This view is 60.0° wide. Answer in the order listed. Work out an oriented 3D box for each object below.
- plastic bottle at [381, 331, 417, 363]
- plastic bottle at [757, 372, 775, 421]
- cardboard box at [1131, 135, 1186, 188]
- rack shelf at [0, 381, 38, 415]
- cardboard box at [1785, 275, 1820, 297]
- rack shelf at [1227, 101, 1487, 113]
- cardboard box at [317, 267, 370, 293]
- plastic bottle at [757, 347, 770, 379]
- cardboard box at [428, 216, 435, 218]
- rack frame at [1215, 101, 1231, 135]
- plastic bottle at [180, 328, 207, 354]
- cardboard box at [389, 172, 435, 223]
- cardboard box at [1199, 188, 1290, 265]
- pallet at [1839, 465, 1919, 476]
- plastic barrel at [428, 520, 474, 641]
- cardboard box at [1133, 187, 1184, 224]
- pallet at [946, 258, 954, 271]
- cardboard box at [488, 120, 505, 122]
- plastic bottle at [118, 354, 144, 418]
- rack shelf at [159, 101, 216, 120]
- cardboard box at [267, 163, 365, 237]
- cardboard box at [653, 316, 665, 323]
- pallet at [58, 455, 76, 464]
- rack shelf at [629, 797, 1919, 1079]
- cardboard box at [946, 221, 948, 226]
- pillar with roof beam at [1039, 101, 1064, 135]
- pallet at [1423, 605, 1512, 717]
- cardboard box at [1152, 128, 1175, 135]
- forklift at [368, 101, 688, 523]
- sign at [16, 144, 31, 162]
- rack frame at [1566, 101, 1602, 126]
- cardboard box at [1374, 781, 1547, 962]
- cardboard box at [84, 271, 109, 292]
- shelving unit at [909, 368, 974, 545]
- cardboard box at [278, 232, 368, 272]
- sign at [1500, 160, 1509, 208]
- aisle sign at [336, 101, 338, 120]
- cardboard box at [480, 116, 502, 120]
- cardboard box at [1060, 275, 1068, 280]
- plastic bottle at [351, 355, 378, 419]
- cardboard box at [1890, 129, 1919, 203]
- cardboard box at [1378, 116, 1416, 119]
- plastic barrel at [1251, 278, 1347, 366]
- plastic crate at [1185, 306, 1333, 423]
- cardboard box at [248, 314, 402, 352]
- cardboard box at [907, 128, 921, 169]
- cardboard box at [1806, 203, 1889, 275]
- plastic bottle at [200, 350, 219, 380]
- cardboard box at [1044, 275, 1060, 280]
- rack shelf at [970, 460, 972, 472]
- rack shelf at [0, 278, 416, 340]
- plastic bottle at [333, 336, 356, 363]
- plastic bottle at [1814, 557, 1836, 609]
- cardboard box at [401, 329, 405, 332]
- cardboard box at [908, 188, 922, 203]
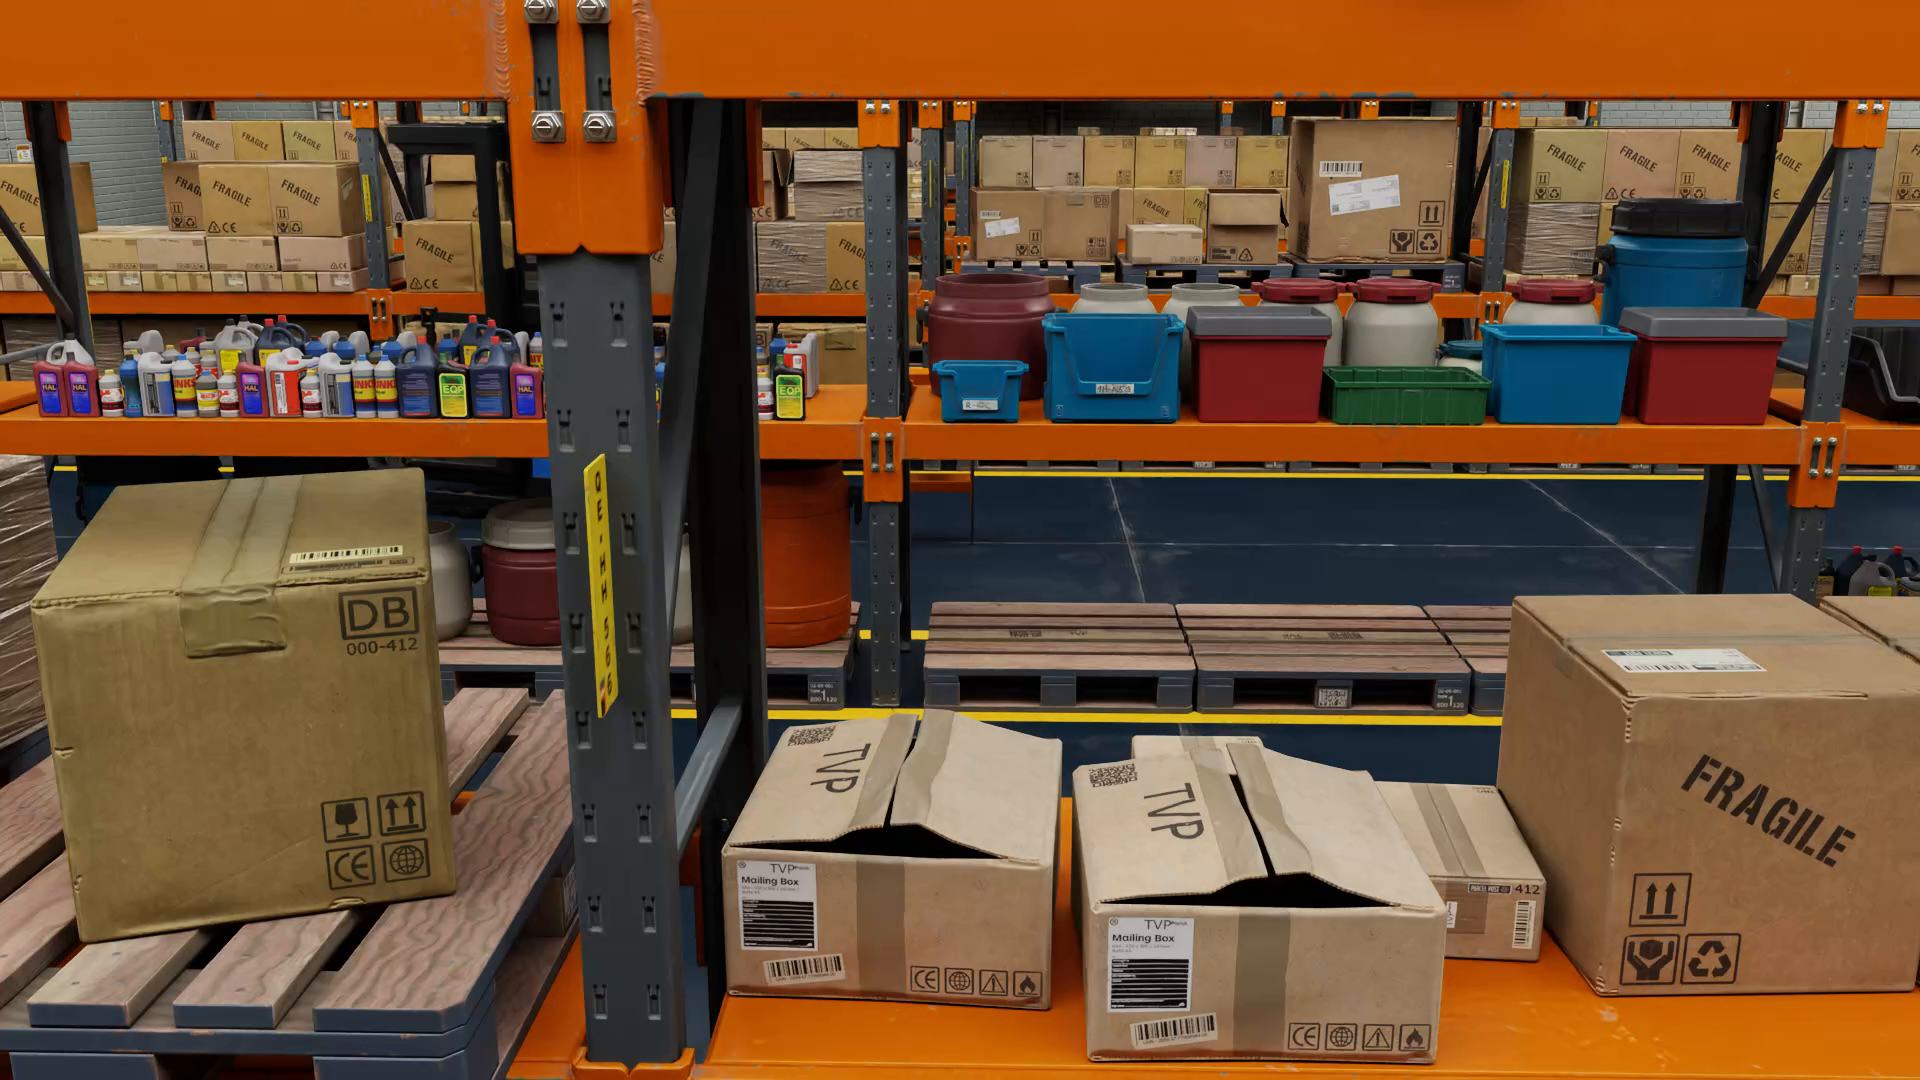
[{"bbox_3d":[-2.683,-0.859,7.961,0.135,0.276,0.152,0,15,1],"label":"plastic bottle"},{"bbox_3d":[-0.852,-0.625,7.217,0.097,0.201,0.097,0,15,0],"label":"plastic bottle"},{"bbox_3d":[2.010,-3.866,16.958,0.500,0.500,0.700,0,15,1],"label":"cardboard box"},{"bbox_3d":[-6.320,-0.513,7.814,4.000,0.370,1.077,0,15,1],"label":"rack shelf"},{"bbox_3d":[6.009,-1.843,11.939,0.250,0.149,0.380,0,15,1],"label":"cardboard box"},{"bbox_3d":[6.178,-6.941,26.299,4.000,0.370,1.077,0,15,1],"label":"rack shelf"},{"bbox_3d":[-4.508,-1.908,12.183,0.250,0.149,0.380,0,15,2],"label":"cardboard box"},{"bbox_3d":[-0.959,-0.819,7.954,0.097,0.201,0.097,0,15,0],"label":"plastic bottle"},{"bbox_3d":[-3.720,-2.226,12.700,0.500,0.500,0.500,0,15,2],"label":"cardboard box"},{"bbox_3d":[4.179,-5.852,26.640,0.127,3.000,1.000,0,15,1],"label":"rack frame"},{"bbox_3d":[-3.686,-0.881,8.029,0.133,0.283,0.061,0,15,1],"label":"plastic bottle"},{"bbox_3d":[-5.474,-3.505,16.968,0.500,0.500,0.500,0,15,1],"label":"cardboard box"},{"bbox_3d":[2.068,-2.299,12.149,0.637,0.503,0.797,2,15,7],"label":"cardboard box"},{"bbox_3d":[6.914,-0.699,12.576,1.213,0.211,1.003,0,15,1],"label":"pallet"},{"bbox_3d":[-2.507,0.191,7.789,0.421,0.512,0.421,0,15,0],"label":"plastic barrel"},{"bbox_3d":[1.984,-3.316,16.831,0.500,0.500,0.500,0,15,1],"label":"cardboard box"},{"bbox_3d":[-0.565,-4.544,27.149,1.213,0.211,1.003,0,15,1],"label":"pallet"},{"bbox_3d":[-4.444,-3.985,16.824,0.500,0.500,0.500,0,15,-1],"label":"cardboard box"},{"bbox_3d":[-3.619,-0.677,7.277,0.097,0.271,0.097,0,15,0],"label":"plastic bottle"},{"bbox_3d":[-5.966,-4.490,17.010,4.000,0.370,1.077,0,15,1],"label":"rack shelf"},{"bbox_3d":[-4.661,-2.479,12.099,0.500,0.500,0.500,1,15,3],"label":"cardboard box"},{"bbox_3d":[-2.661,-1.282,12.660,0.875,0.875,1.225,0,15,-1],"label":"cardboard box"},{"bbox_3d":[-6.175,-0.794,12.938,1.213,0.211,1.003,0,15,1],"label":"pallet"},{"bbox_3d":[1.547,0.803,2.828,4.000,0.370,1.077,0,15,1],"label":"rack shelf"},{"bbox_3d":[-0.320,-5.124,26.688,0.250,0.149,0.380,0,15,-1],"label":"cardboard box"},{"bbox_3d":[1.397,-7.902,22.651,0.400,9.000,9.100,0,15,1],"label":"pillar with roof beam"},{"bbox_3d":[2.890,0.558,7.813,1.213,0.211,1.003,0,15,1],"label":"pallet"},{"bbox_3d":[2.625,-5.237,21.436,0.250,0.149,0.380,0,15,-1],"label":"cardboard box"},{"bbox_3d":[-2.981,-1.687,10.990,3.031,2.935,1.130,6,16,20],"label":"forklift"},{"bbox_3d":[-13.586,-5.616,24.128,0.001,0.242,0.339,0,15,1],"label":"sign"},{"bbox_3d":[8.055,-4.560,21.743,0.127,3.000,1.000,0,15,1],"label":"rack frame"},{"bbox_3d":[0.824,0.557,2.841,0.250,0.149,0.380,1,15,6],"label":"cardboard box"},{"bbox_3d":[-6.309,-1.919,12.227,0.250,0.149,0.380,0,15,0],"label":"cardboard box"},{"bbox_3d":[-0.165,-0.581,10.191,0.503,1.200,0.258,0,15,1],"label":"shelving unit"},{"bbox_3d":[-4.643,-2.118,12.199,0.500,0.250,0.500,0,15,0],"label":"cardboard box"},{"bbox_3d":[3.792,-2.477,11.578,0.005,0.325,0.100,0,15,1],"label":"sign"},{"bbox_3d":[-8.019,-5.847,21.528,0.004,0.787,0.394,0,15,1],"label":"aisle sign"},{"bbox_3d":[-6.043,-5.416,21.559,0.250,0.149,0.380,0,15,0],"label":"cardboard box"},{"bbox_3d":[1.360,-3.535,22.188,0.625,0.372,0.950,0,15,0],"label":"cardboard box"},{"bbox_3d":[-2.595,-0.670,7.251,0.097,0.271,0.097,0,15,0],"label":"plastic bottle"},{"bbox_3d":[6.746,-2.650,11.767,0.500,0.500,0.500,0,15,1],"label":"cardboard box"},{"bbox_3d":[5.502,-5.184,21.371,0.500,0.500,0.700,0,15,0],"label":"cardboard box"},{"bbox_3d":[1.560,-0.931,7.722,0.433,0.535,0.433,0,15,0],"label":"plastic barrel"},{"bbox_3d":[1.285,-0.764,7.230,0.583,0.464,0.402,0,15,1],"label":"plastic crate"},{"bbox_3d":[-4.852,-1.311,12.771,0.875,0.875,0.875,0,15,1],"label":"cardboard box"},{"bbox_3d":[-0.466,-5.080,21.560,0.500,0.500,0.500,0,15,0],"label":"cardboard box"},{"bbox_3d":[6.251,-2.222,12.104,0.500,0.500,0.875,0,15,1],"label":"cardboard box"},{"bbox_3d":[-3.538,-0.797,7.871,0.097,0.201,0.097,0,15,0],"label":"plastic bottle"},{"bbox_3d":[0.638,-2.437,17.285,0.750,0.750,1.050,0,15,1],"label":"cardboard box"},{"bbox_3d":[-0.165,-0.516,10.208,0.480,0.148,0.258,0,15,1],"label":"rack shelf"},{"bbox_3d":[-6.194,-1.776,12.601,4.000,0.370,1.077,0,15,1],"label":"rack shelf"},{"bbox_3d":[-2.899,-0.827,7.846,0.097,0.271,0.097,0,15,0],"label":"plastic bottle"},{"bbox_3d":[4.166,0.224,8.072,0.133,0.283,0.061,1,15,4],"label":"plastic bottle"},{"bbox_3d":[-5.661,-2.141,17.339,0.250,0.149,0.380,1,15,2],"label":"cardboard box"},{"bbox_3d":[-0.474,-3.461,16.666,0.250,0.149,0.380,1,15,3],"label":"cardboard box"}]
